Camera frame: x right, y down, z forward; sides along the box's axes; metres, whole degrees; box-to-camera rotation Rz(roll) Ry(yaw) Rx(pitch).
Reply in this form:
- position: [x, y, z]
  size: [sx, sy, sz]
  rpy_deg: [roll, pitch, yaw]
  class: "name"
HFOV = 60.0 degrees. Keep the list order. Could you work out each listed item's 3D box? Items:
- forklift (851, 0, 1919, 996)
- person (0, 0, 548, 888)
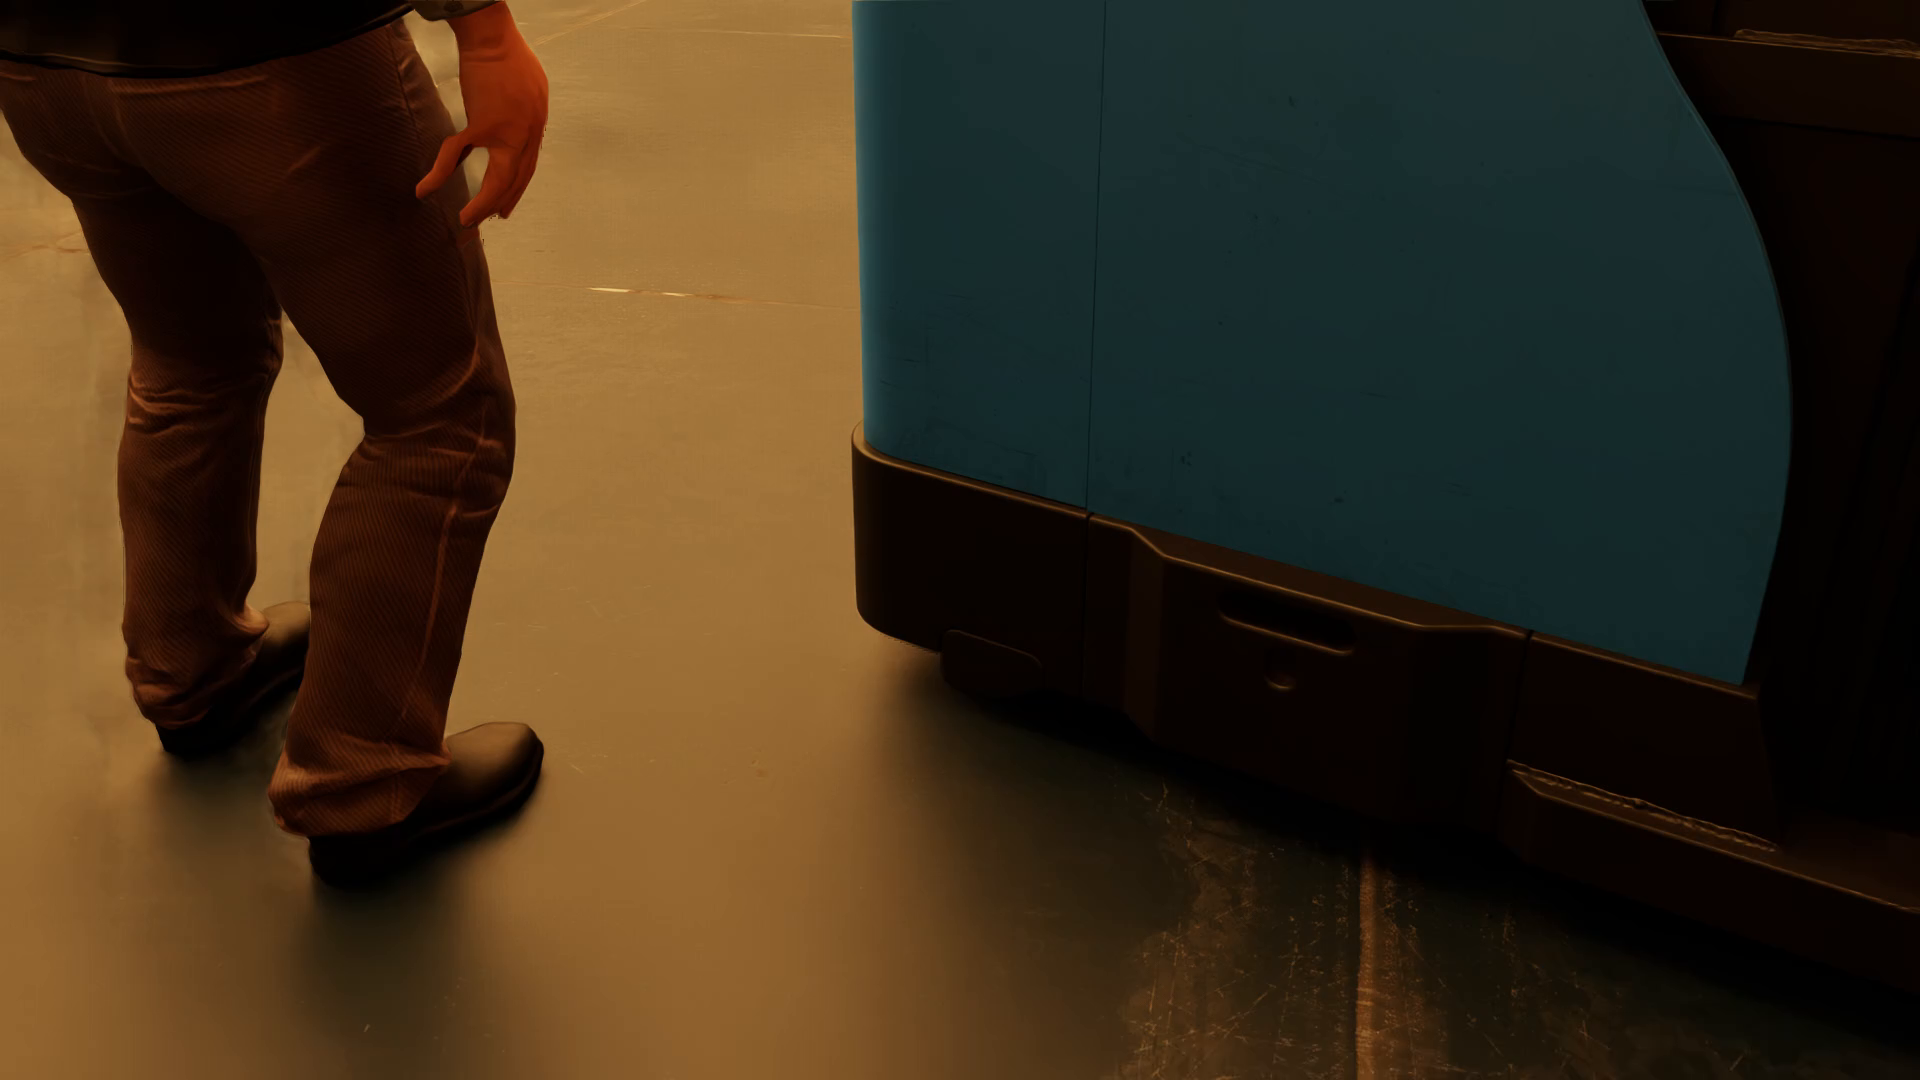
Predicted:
- position: [1.381, -0.977, 1.183]
  size: [3.031, 2.935, 1.130]
  rpy_deg: [16, 31, 29]
  class: "forklift"
- position: [-0.699, -0.476, 1.572]
  size: [0.765, 1.694, 0.408]
  rpy_deg: [14, 30, 26]
  class: "person"
